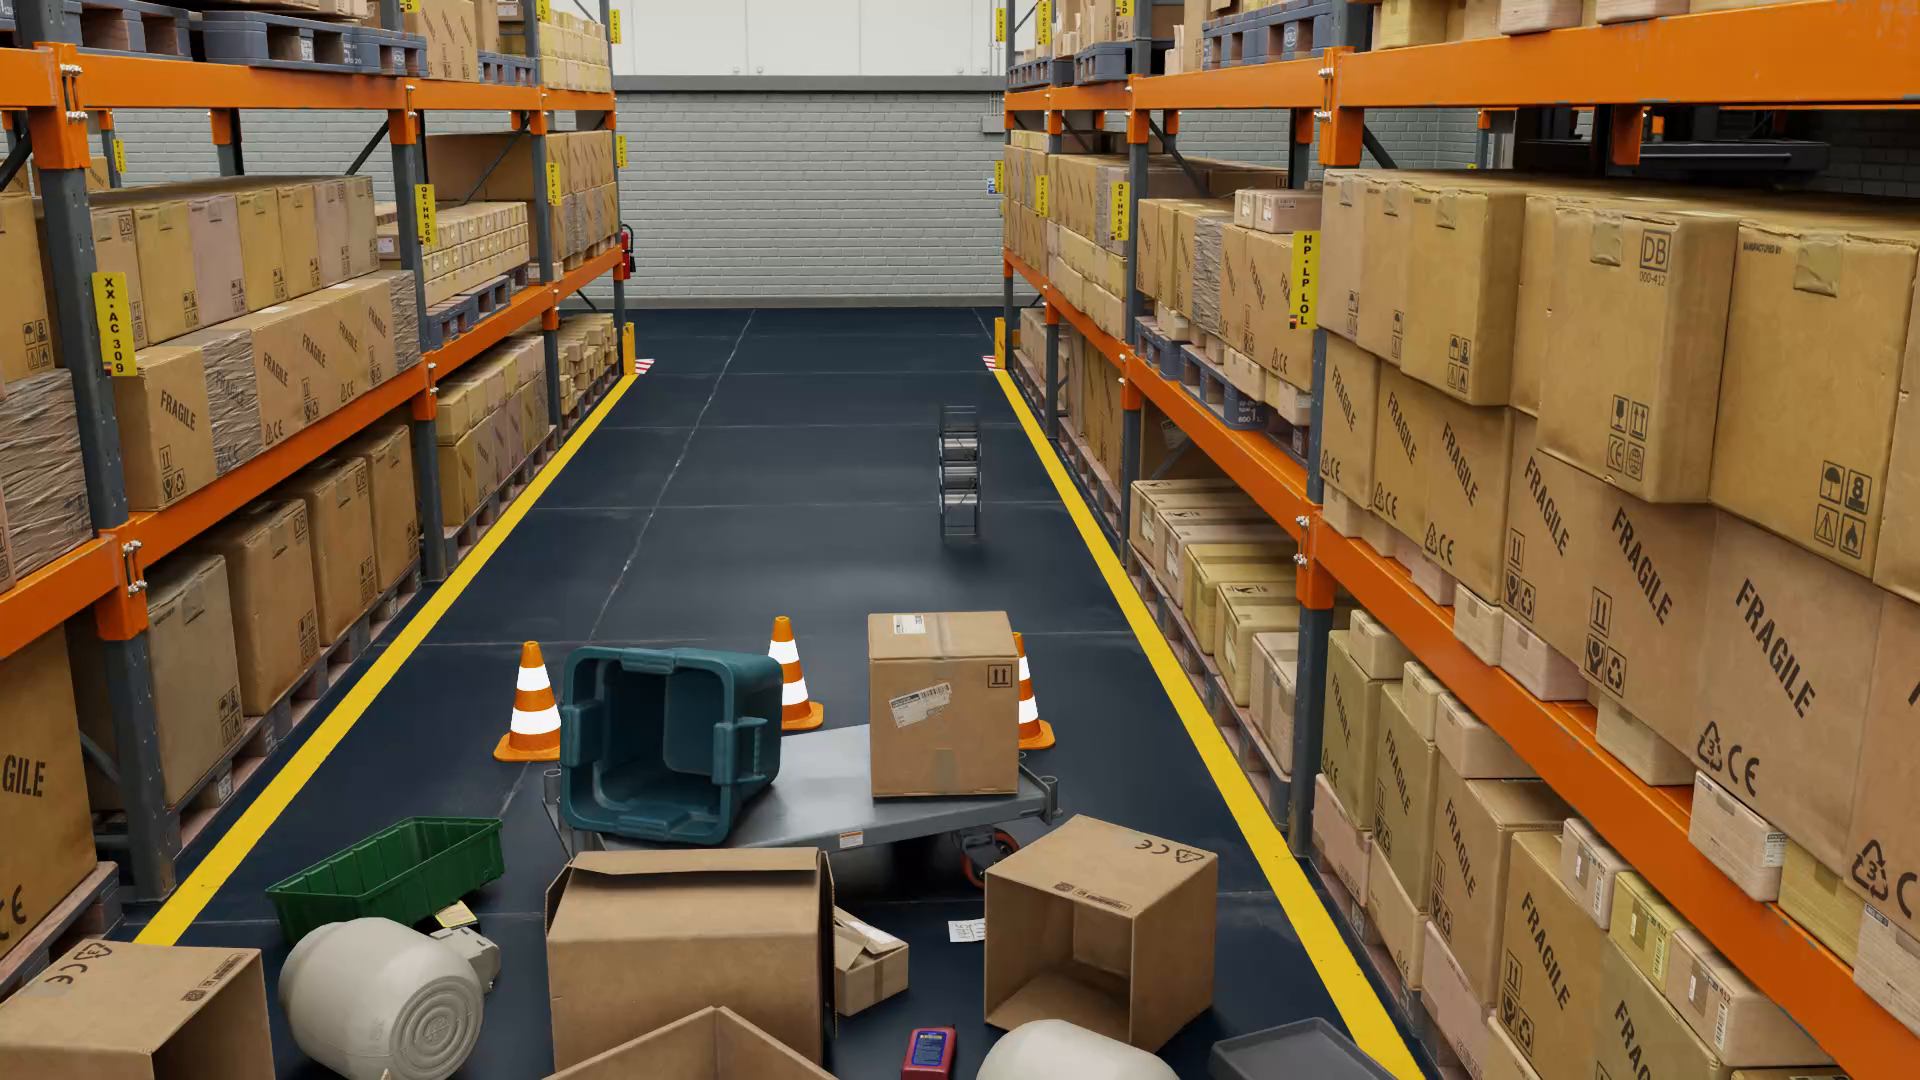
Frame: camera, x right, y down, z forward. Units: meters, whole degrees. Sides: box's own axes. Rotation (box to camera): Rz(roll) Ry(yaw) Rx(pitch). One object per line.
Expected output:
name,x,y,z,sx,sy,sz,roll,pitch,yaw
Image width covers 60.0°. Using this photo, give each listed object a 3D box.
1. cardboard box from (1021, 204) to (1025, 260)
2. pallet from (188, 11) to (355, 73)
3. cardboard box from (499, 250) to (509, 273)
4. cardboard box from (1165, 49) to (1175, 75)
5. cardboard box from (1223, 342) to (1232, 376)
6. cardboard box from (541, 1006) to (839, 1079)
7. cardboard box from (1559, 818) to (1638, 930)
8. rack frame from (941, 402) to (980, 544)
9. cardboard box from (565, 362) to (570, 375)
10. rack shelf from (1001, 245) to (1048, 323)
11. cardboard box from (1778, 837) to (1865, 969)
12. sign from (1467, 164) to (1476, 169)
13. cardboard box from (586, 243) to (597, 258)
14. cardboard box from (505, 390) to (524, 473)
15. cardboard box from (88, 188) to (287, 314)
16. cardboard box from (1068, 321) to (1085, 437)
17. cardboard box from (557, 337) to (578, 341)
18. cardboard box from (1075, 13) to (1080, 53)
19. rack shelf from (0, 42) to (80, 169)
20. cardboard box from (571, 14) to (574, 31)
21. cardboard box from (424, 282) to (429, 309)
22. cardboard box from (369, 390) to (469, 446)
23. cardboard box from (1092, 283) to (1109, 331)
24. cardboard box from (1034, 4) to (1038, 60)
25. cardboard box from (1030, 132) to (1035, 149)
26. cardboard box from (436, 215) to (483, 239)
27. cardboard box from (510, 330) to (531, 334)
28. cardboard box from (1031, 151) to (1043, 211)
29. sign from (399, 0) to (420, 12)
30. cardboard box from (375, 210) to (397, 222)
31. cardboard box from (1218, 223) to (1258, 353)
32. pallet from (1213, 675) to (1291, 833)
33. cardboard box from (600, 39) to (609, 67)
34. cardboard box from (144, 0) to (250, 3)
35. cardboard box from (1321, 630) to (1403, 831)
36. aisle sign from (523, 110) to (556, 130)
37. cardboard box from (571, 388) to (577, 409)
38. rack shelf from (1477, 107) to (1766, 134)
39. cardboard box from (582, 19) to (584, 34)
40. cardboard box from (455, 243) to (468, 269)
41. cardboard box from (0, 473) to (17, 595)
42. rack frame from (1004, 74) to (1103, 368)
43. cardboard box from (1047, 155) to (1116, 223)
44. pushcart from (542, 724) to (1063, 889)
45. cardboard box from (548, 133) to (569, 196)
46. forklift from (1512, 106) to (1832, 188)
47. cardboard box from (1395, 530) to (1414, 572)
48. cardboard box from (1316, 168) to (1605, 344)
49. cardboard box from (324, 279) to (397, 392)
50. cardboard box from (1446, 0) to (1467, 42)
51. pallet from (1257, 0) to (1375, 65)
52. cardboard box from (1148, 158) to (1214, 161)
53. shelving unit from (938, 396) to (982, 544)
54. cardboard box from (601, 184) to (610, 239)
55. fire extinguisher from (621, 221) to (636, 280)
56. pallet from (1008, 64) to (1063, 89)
cardboard box,0.829,-2.848,15.374,0.500,0.500,0.500,0,14,-2
pallet,-3.308,-2.132,7.153,1.003,0.211,1.213,0,14,-1
cardboard box,-3.453,-2.000,11.942,0.380,0.149,0.250,-2,15,-6
cardboard box,1.311,-2.560,8.941,0.380,0.149,0.250,-1,14,-3
cardboard box,1.353,-0.775,7.178,0.380,0.149,0.250,-1,14,-3
cardboard box,-0.679,1.491,3.722,0.797,0.503,0.637,-13,20,-42
cardboard box,1.530,0.717,3.589,0.380,0.149,0.250,0,14,-1
rack frame,0.006,-0.413,10.324,0.240,0.900,0.006,-1,14,-3
cardboard box,-3.594,-1.454,14.439,0.380,0.149,0.250,-2,15,-6
rack shelf,1.090,-2.454,15.487,1.077,0.370,4.000,-1,14,-3
cardboard box,1.600,0.586,2.733,0.380,0.149,0.250,-1,14,-4
sign,5.378,-3.788,17.492,0.100,0.325,0.005,-1,14,-3
cardboard box,-3.632,-2.746,15.683,0.380,0.149,0.250,-2,15,-6
cardboard box,-3.364,-0.761,11.637,0.500,0.500,0.500,-1,14,-5
cardboard box,-3.356,-1.249,7.153,0.700,0.500,0.500,-1,14,-4
cardboard box,1.332,-1.326,13.082,0.875,0.875,0.875,0,14,-2
cardboard box,-3.630,-1.730,14.915,0.380,0.149,0.250,-1,15,-6
cardboard box,0.977,-3.436,11.268,0.396,0.266,0.258,0,14,1
rack shelf,-3.101,-0.821,3.120,1.077,0.370,4.000,-1,14,-3
cardboard box,-3.560,-4.487,14.424,0.380,0.149,0.250,-1,14,-5
cardboard box,-3.299,-1.405,9.627,0.380,0.149,0.250,-1,14,-4
cardboard box,-3.274,-0.740,10.050,0.500,0.250,0.500,-2,15,-6
cardboard box,1.124,-1.486,10.583,0.500,0.250,0.500,-1,14,-2
cardboard box,0.941,-4.549,14.922,0.500,0.500,0.500,-1,14,-2
cardboard box,0.831,-3.603,15.001,0.380,0.149,0.250,-1,14,-3
cardboard box,-3.403,-2.085,11.078,0.380,0.149,0.250,-1,14,-4
cardboard box,-4.174,-1.846,15.367,0.380,0.149,0.250,-1,14,-3
cardboard box,0.885,-3.077,14.258,0.500,0.500,0.500,-1,14,-4
sign,-2.918,-2.956,8.781,0.100,0.325,0.005,-1,14,-3
cardboard box,-4.089,-2.209,11.560,0.380,0.149,0.250,-1,14,-4
cardboard box,1.394,-1.074,7.041,0.500,0.500,0.500,0,14,-2
pallet,1.660,0.842,6.832,1.003,0.211,1.213,-1,14,-3
cardboard box,-3.686,-4.710,16.089,0.500,0.250,0.500,-1,14,-5
cardboard box,-3.129,-2.322,6.737,0.396,0.266,0.258,-1,14,-3
cardboard box,1.476,0.601,5.342,0.500,0.500,0.500,0,14,-1
aisle sign,-4.272,-4.471,16.665,0.394,0.787,0.004,-1,14,-3
cardboard box,-3.439,-1.188,14.001,0.380,0.149,0.250,0,14,-2
rack shelf,6.044,-3.984,15.415,1.077,0.370,4.000,-1,14,-3
cardboard box,-3.640,-4.681,15.176,0.380,0.149,0.250,-1,14,-5
cardboard box,-3.372,-1.816,10.629,0.380,0.149,0.250,-1,14,-3
cardboard box,-3.133,-0.058,4.432,0.875,0.550,0.550,-1,14,-3
rack frame,0.966,-3.300,17.331,1.000,3.000,0.127,-1,14,-3
cardboard box,0.954,-2.724,12.885,0.500,0.500,0.500,-1,14,-3
pushcart,-0.563,1.002,5.873,1.648,0.377,0.936,-6,16,-23
cardboard box,-3.553,-3.125,13.847,0.500,0.500,0.500,-1,14,-5
forklift,3.174,-0.804,7.768,1.130,2.935,3.031,-1,14,-3
cardboard box,1.523,0.017,4.943,0.380,0.149,0.250,-1,14,-4
cardboard box,1.520,-0.879,5.119,0.700,0.500,0.500,-1,14,-4
cardboard box,-3.147,-1.025,8.289,0.500,0.500,0.500,-1,14,-3
cardboard box,1.570,-1.439,4.584,0.380,0.149,0.250,-1,14,-3
pallet,1.777,-1.832,5.984,1.213,0.211,1.003,-1,14,-3
cardboard box,1.543,-2.475,11.920,0.500,0.500,0.500,0,14,-2
shelving unit,0.000,-0.438,10.422,0.258,0.900,0.210,-1,14,-3
cardboard box,-3.657,-3.155,15.970,0.500,0.500,0.500,-1,14,-4
fire extinguisher,-3.523,-3.050,17.263,0.296,0.674,0.183,-1,14,-3
pallet,1.022,-4.525,16.252,1.003,0.211,1.213,-1,14,-3
